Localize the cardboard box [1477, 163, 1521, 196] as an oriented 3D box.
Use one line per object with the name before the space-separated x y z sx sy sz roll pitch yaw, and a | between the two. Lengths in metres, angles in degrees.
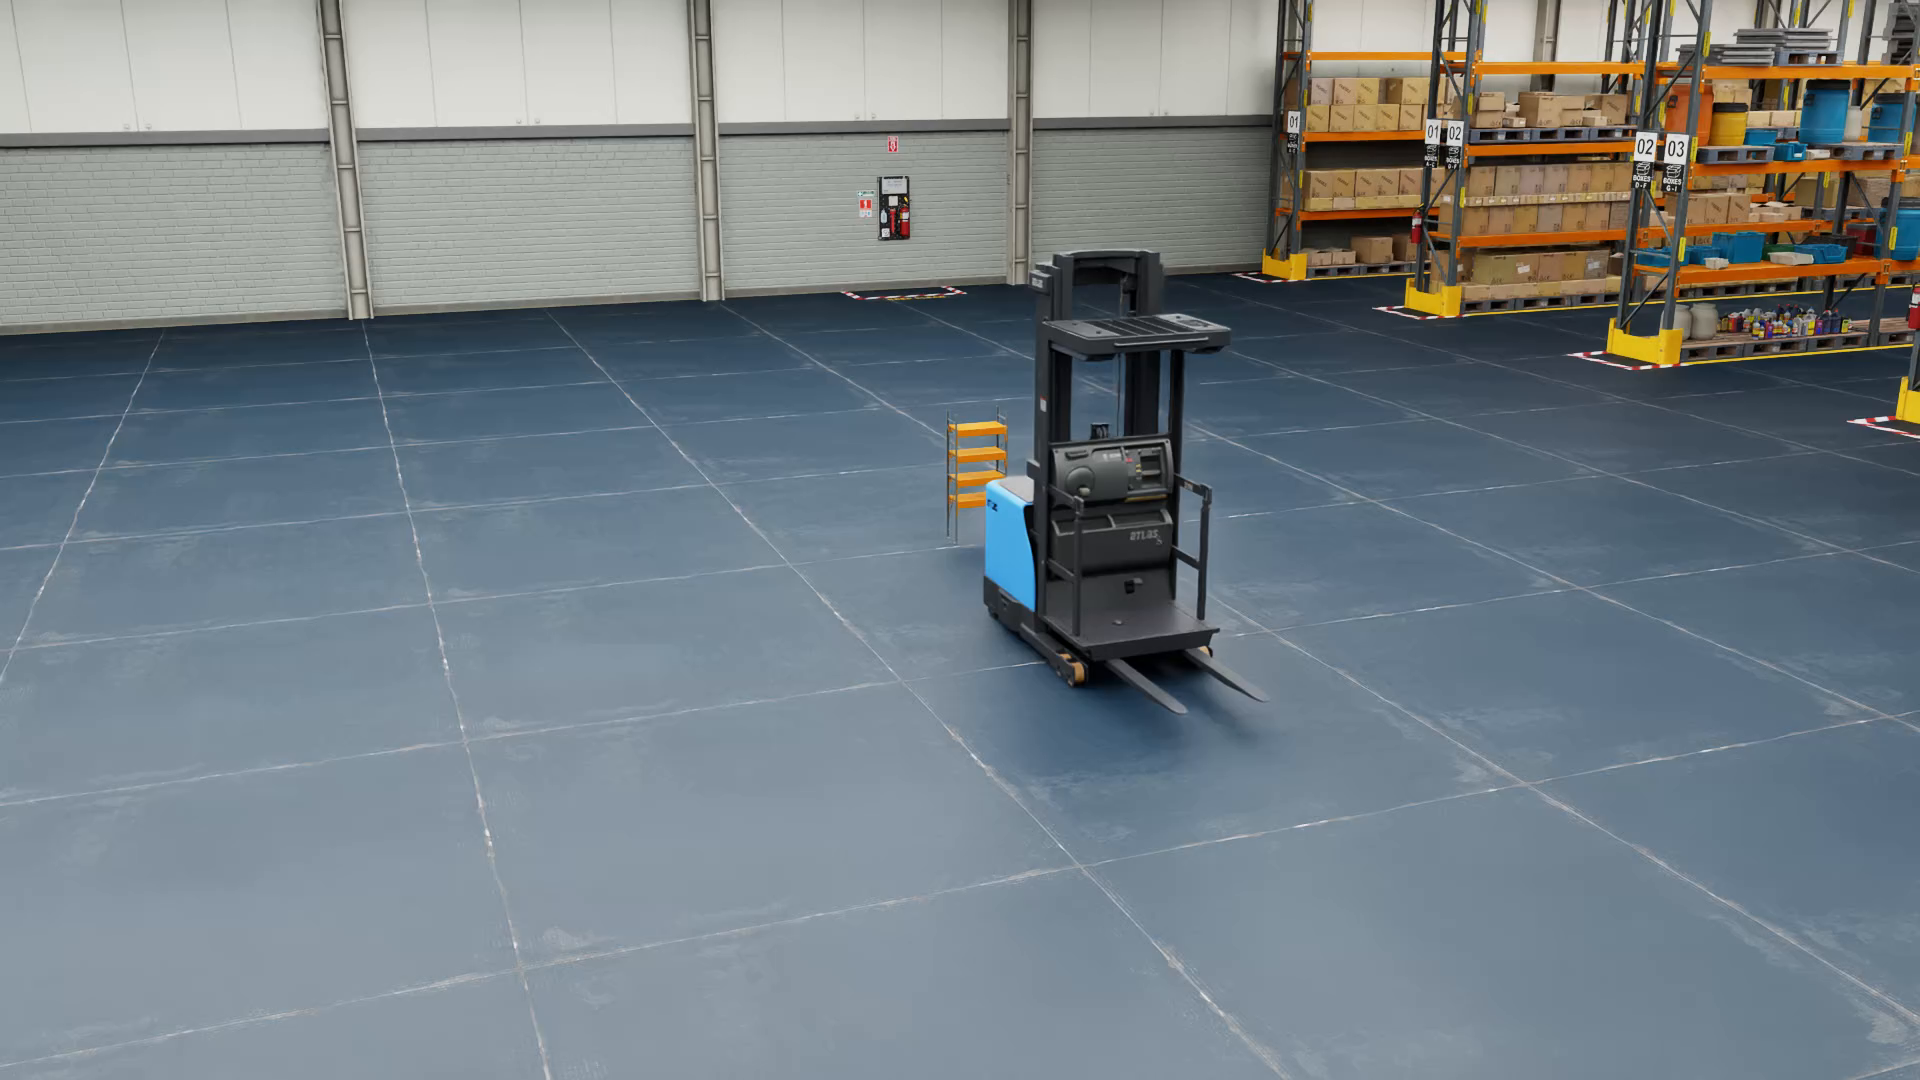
cardboard box | 9.142 -6.167 28.447 0.500 0.500 0.700 -7 18 -22

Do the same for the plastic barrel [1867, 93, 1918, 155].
plastic barrel | 14.064 -6.281 25.101 0.708 0.901 0.600 -6 17 -20

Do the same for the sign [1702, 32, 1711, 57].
sign | 10.124 -6.722 22.542 0.005 0.325 0.100 -6 17 -20

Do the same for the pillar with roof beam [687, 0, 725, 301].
pillar with roof beam | -2.934 -7.530 24.922 0.400 9.000 9.100 -6 17 -20

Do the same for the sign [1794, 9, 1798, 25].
sign | 17.797 -11.129 35.378 0.005 0.325 0.100 -6 17 -20

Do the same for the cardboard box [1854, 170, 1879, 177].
cardboard box | 20.179 -8.323 37.736 0.700 0.700 0.980 -6 18 -21

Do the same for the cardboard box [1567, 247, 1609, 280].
cardboard box | 11.072 -4.887 29.371 0.500 0.500 0.500 -6 17 -20

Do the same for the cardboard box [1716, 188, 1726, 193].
cardboard box | 16.415 -7.591 36.187 0.250 0.149 0.380 -6 17 -20

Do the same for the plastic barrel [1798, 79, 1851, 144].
plastic barrel | 12.699 -6.302 24.427 0.708 0.901 0.600 -6 17 -20

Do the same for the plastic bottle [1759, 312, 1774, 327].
plastic bottle | 12.268 -3.326 25.307 0.135 0.276 0.152 -6 17 -20

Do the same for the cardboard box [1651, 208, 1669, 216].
cardboard box | 12.653 -5.869 30.150 0.258 0.266 0.396 -7 18 -21

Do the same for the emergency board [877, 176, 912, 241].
emergency board | -1.193 -6.150 30.870 0.643 1.169 0.194 -6 17 -20

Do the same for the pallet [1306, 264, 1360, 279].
pallet | 7.229 -5.438 33.395 1.213 0.211 1.003 -6 17 -20

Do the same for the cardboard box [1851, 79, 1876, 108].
cardboard box | 16.519 -8.260 30.780 0.500 0.500 0.500 -6 17 -20

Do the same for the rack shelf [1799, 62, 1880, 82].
rack shelf | 17.501 -8.743 31.037 4.000 0.370 1.077 -6 17 -20

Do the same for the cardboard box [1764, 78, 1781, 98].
cardboard box | 18.161 -10.014 36.717 0.500 0.500 0.500 -6 18 -20

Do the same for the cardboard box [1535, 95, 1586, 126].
cardboard box | 10.315 -7.421 28.696 0.637 0.503 0.797 -4 17 -14

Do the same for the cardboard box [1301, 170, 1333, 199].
cardboard box | 6.940 -6.963 32.536 0.500 0.500 0.500 -6 17 -20

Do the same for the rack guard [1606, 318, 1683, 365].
rack guard | 9.986 -2.910 24.273 0.348 0.500 1.175 -6 17 -20

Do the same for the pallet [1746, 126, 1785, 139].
pallet | 13.988 -7.343 29.943 1.213 0.211 1.003 -5 17 -18

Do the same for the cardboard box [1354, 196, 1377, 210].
cardboard box | 7.913 -6.705 32.991 0.500 0.250 0.500 -6 18 -21

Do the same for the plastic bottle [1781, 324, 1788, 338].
plastic bottle | 12.242 -3.113 24.714 0.097 0.201 0.097 0 16 0

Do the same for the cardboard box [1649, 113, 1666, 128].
cardboard box | 12.477 -7.425 29.407 0.500 0.250 0.500 -4 17 -14

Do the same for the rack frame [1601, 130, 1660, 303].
rack frame | 11.898 -5.796 29.665 0.127 3.000 1.000 -6 17 -20

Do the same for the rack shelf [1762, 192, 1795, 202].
rack shelf | 19.460 -7.762 37.637 4.000 0.370 1.077 -6 17 -20

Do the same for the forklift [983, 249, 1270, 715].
forklift | 1.183 -0.509 11.782 1.130 2.935 3.031 -6 17 -20

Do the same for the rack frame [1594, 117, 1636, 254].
rack frame | 13.857 -7.503 35.475 0.127 3.000 1.000 -6 17 -20

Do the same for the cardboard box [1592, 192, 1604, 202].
cardboard box | 11.000 -5.994 29.008 0.250 0.149 0.380 -6 17 -20

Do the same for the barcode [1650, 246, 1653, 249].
barcode | 12.285 -5.185 29.534 0.075 0.075 0.001 -6 17 -20

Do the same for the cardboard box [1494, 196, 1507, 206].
cardboard box | 9.085 -5.787 28.305 0.250 0.149 0.380 -6 17 -20

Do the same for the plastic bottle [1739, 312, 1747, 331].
plastic bottle | 11.864 -3.326 25.307 0.135 0.276 0.152 -7 18 -22

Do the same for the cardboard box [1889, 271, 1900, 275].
cardboard box | 17.603 -5.340 31.765 0.500 0.500 0.500 -7 18 -22

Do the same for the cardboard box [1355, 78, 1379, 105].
cardboard box | 7.794 -8.739 32.376 0.500 0.500 0.500 -6 17 -19

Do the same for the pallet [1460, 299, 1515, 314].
pallet | 8.862 -4.143 28.985 1.213 0.211 1.003 -6 17 -20

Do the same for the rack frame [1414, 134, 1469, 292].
rack frame | 8.163 -5.393 28.292 0.127 3.000 1.000 -6 17 -20

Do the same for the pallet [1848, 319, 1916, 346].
pallet | 14.386 -3.244 25.923 1.213 0.211 1.003 -6 17 -20

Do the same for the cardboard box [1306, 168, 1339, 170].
cardboard box | 7.224 -7.145 33.158 0.500 0.500 0.500 -6 17 -19

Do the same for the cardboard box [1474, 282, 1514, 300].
cardboard box | 9.209 -4.322 28.780 0.500 0.250 0.500 -6 17 -20

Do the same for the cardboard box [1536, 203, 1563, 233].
cardboard box | 10.048 -5.642 28.960 0.500 0.500 0.700 -6 17 -18

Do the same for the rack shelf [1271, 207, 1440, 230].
rack shelf | 8.254 -6.553 33.517 4.000 0.370 1.077 -6 17 -20

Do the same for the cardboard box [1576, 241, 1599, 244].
cardboard box | 13.203 -6.428 35.472 0.500 0.500 0.700 -6 17 -19

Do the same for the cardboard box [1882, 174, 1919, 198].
cardboard box | 18.226 -6.778 32.083 0.500 0.500 0.700 -3 17 -11

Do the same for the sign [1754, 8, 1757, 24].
sign | 17.416 -11.457 36.355 0.005 0.325 0.100 -6 17 -20

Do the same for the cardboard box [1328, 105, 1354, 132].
cardboard box | 7.303 -8.206 32.332 0.500 0.500 0.500 -5 17 -16

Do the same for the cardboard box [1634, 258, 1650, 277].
cardboard box | 12.373 -4.924 29.833 0.500 0.311 0.500 -6 17 -20

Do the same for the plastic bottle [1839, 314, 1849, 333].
plastic bottle | 13.336 -3.265 25.086 0.133 0.283 0.061 -5 17 -17

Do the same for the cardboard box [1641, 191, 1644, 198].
cardboard box | 14.486 -7.387 35.492 0.250 0.149 0.380 -6 17 -19

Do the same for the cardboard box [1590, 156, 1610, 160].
cardboard box | 13.545 -8.030 35.162 0.250 0.149 0.380 -9 18 -27

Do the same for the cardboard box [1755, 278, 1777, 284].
cardboard box | 14.749 -4.912 30.787 0.500 0.250 0.500 -6 18 -21

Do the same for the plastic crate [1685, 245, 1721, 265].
plastic crate | 10.900 -4.211 24.531 0.408 0.251 0.499 -6 17 -20

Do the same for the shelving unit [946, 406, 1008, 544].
shelving unit | 0.155 -0.592 15.138 0.503 1.200 0.258 -6 17 -20

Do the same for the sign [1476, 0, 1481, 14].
sign | 8.355 -8.649 26.793 0.005 0.325 0.100 -6 17 -20
